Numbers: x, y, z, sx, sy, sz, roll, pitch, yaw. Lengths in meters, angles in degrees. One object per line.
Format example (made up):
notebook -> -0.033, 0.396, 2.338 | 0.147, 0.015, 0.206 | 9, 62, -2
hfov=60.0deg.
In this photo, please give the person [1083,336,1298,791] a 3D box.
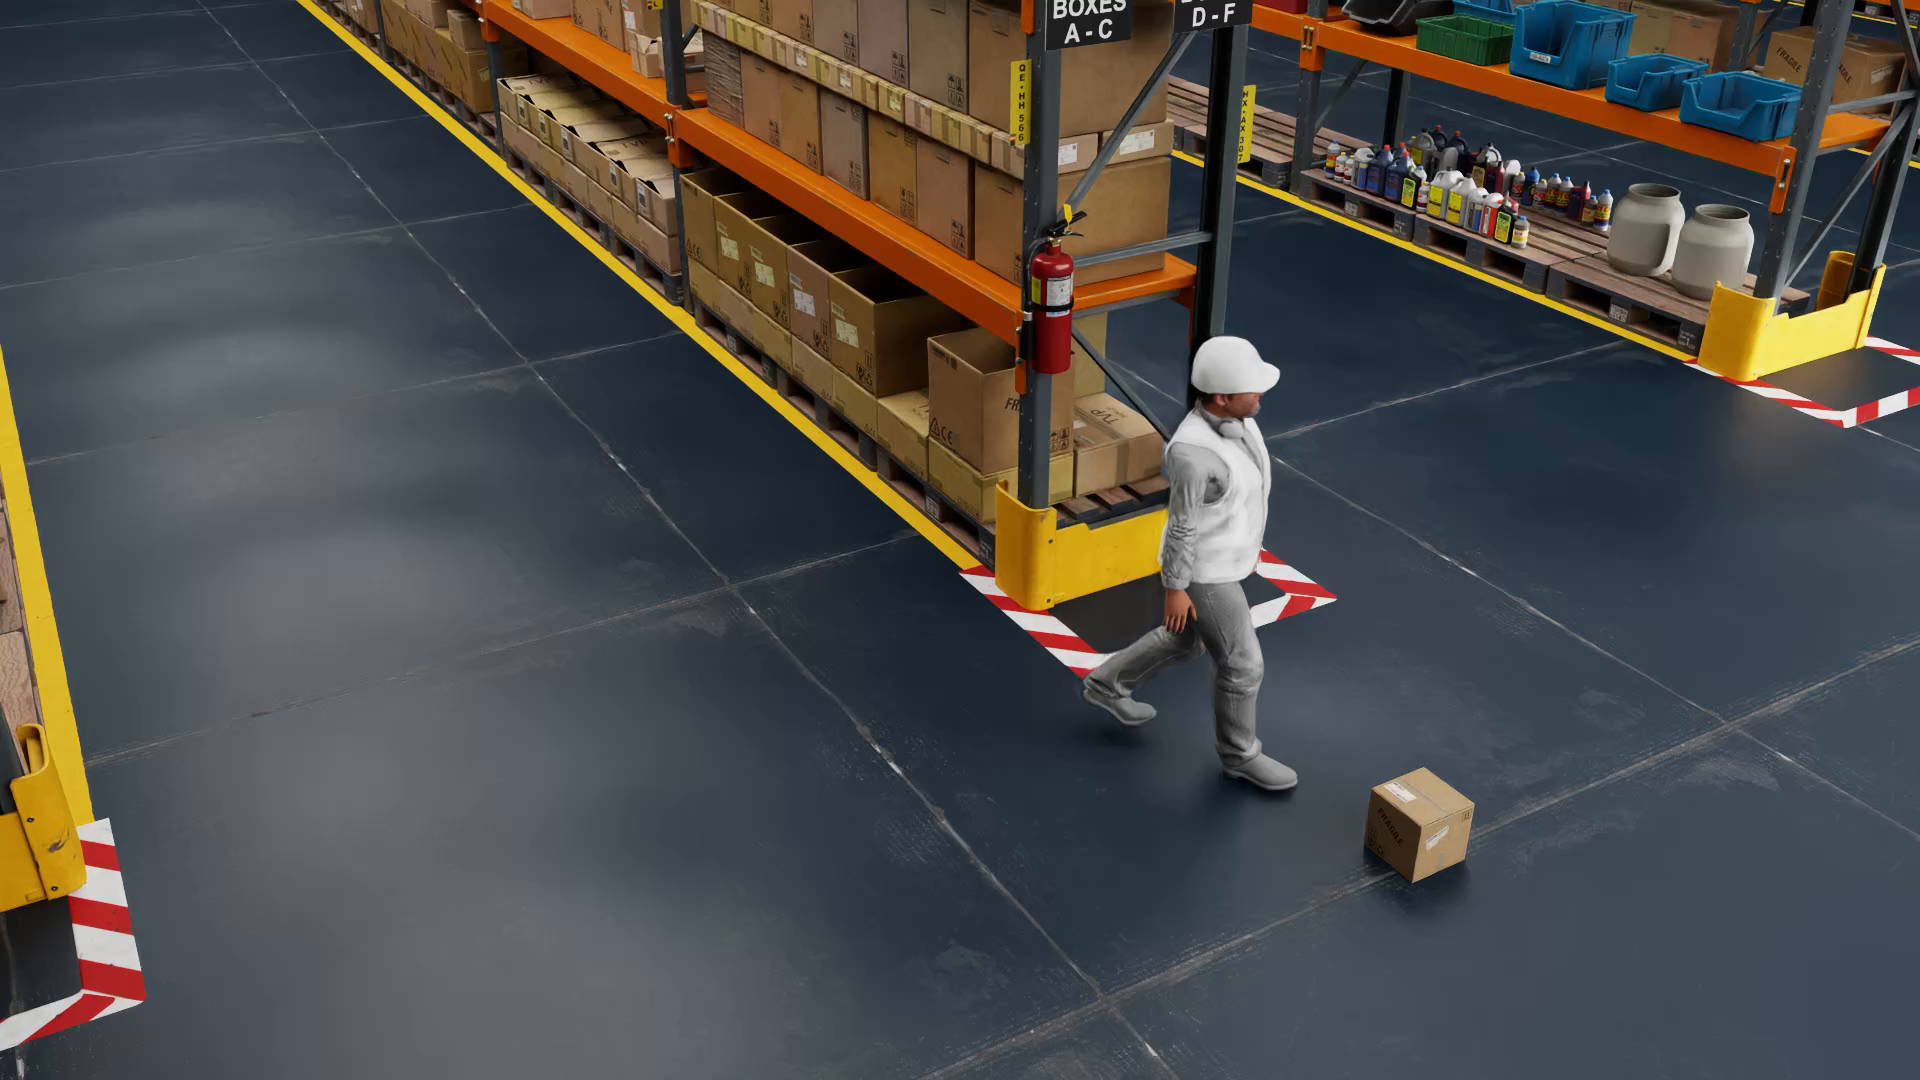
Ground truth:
person -> 0.877, 0.054, 6.005 | 0.877, 1.747, 0.549 | 9, 30, 16
